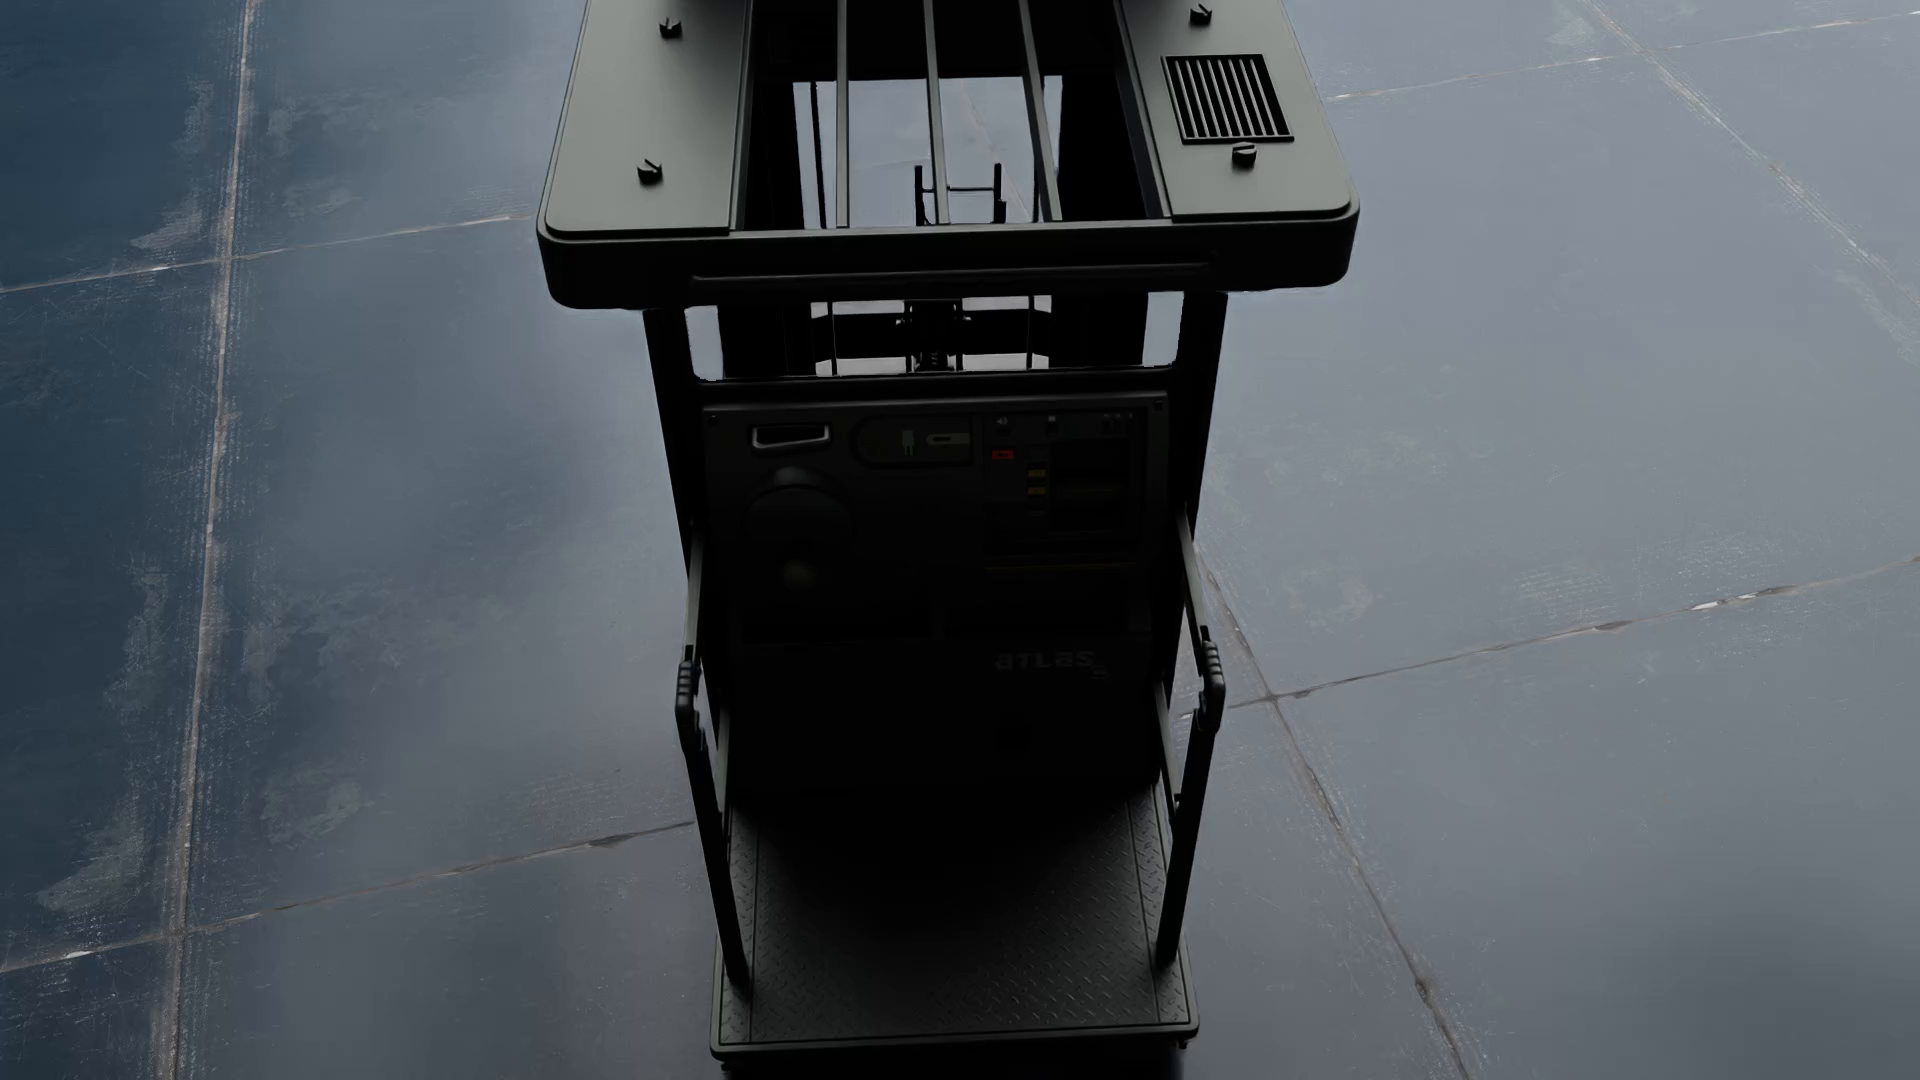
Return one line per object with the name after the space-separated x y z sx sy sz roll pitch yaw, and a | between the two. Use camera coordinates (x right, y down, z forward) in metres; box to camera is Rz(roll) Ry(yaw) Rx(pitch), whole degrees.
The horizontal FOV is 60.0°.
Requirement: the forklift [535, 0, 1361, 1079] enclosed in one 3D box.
-0.032 -0.009 3.207 1.130 2.935 3.031 -2 46 -2 | forklift

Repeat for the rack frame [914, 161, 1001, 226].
-0.006 -0.622 5.020 0.240 1.200 0.006 -2 46 -2 | rack frame

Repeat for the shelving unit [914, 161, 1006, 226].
-0.001 -0.557 4.956 0.258 1.200 0.189 -2 46 -2 | shelving unit

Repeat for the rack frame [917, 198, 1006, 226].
0.003 -0.492 4.892 0.240 1.200 0.006 -2 46 -2 | rack frame
